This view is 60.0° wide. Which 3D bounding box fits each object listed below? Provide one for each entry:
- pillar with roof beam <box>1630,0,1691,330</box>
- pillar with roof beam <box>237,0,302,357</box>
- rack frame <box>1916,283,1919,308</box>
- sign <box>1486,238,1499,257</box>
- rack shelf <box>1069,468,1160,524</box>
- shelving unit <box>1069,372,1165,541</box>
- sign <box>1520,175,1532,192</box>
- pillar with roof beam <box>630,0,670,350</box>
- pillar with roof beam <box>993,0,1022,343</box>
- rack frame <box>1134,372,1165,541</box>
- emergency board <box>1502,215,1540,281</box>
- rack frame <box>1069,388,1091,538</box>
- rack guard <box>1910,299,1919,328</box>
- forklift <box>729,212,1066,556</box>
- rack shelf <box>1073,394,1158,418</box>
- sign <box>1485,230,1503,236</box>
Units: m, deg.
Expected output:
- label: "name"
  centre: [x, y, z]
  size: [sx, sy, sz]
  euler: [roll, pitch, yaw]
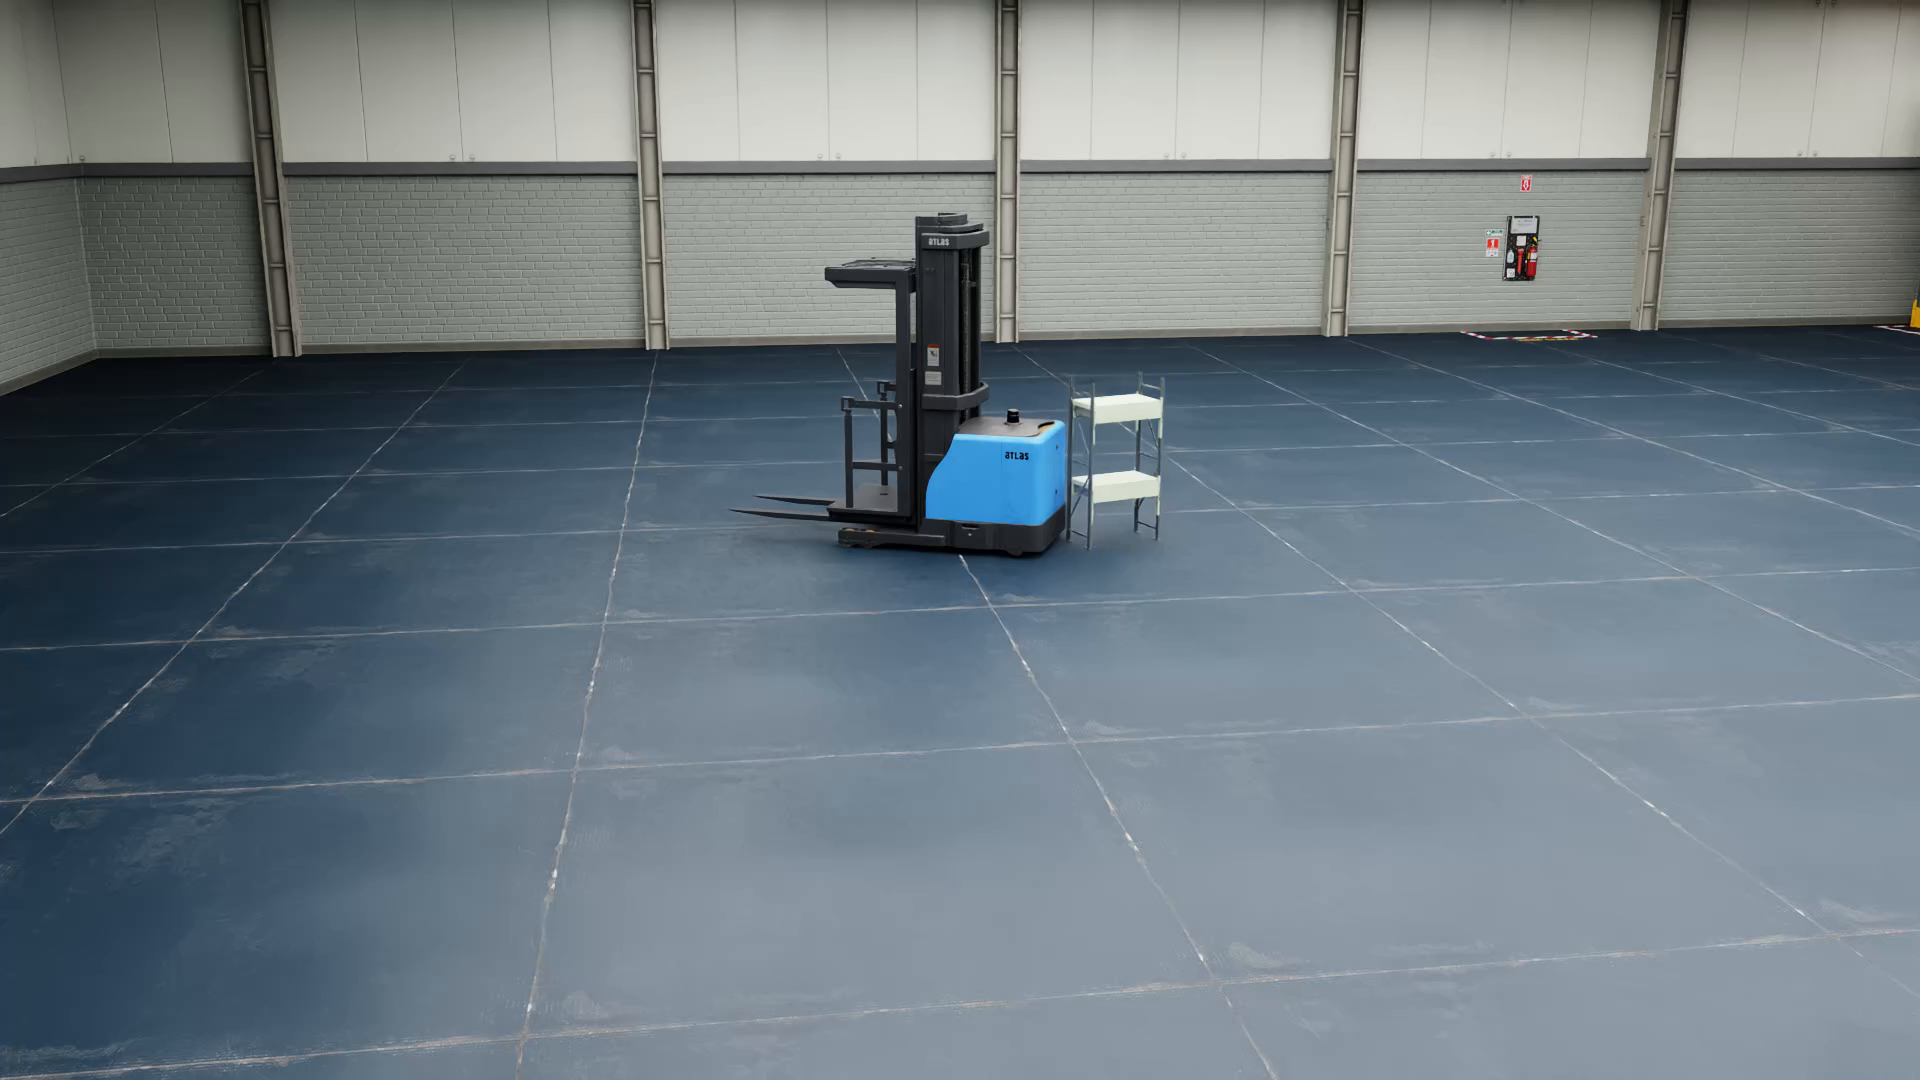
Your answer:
- label: "pillar with roof beam"
  centre: [13.312, -7.236, 25.604]
  size: [0.400, 9.000, 9.100]
  euler: [-2, 14, -8]
- label: "pillar with roof beam"
  centre: [-10.420, -6.366, 22.136]
  size: [0.400, 9.000, 9.100]
  euler: [-2, 14, -8]
- label: "rack frame"
  centre: [18.040, -5.346, 30.399]
  size: [0.127, 3.000, 1.000]
  euler: [-2, 14, -8]
- label: "sign"
  centre: [9.659, -5.303, 30.157]
  size: [0.234, 0.329, 0.001]
  euler: [-2, 14, -8]
- label: "rack shelf"
  centre: [1.402, -0.408, 15.128]
  size: [0.720, 0.370, 0.431]
  euler: [-7, 16, -26]
- label: "shelving unit"
  centre: [1.406, -0.724, 15.048]
  size: [0.748, 1.500, 0.431]
  euler: [-7, 16, -26]
- label: "sign"
  centre: [10.199, -6.429, 29.955]
  size: [0.199, 0.298, 0.001]
  euler: [-2, 14, -8]
- label: "pillar with roof beam"
  centre: [-4.487, -6.584, 23.003]
  size: [0.400, 9.000, 9.100]
  euler: [-2, 14, -8]
- label: "pillar with roof beam"
  centre: [1.446, -6.801, 23.870]
  size: [0.400, 9.000, 9.100]
  euler: [-2, 14, -8]
- label: "rack frame"
  centre: [1.728, -0.764, 15.209]
  size: [0.023, 1.500, 0.400]
  euler: [-7, 16, -26]
- label: "emergency board"
  centre: [10.210, -5.285, 30.159]
  size: [0.626, 1.169, 0.157]
  euler: [-2, 14, -8]
- label: "rack frame"
  centre: [1.078, -0.683, 14.884]
  size: [0.010, 1.308, 0.380]
  euler: [-7, 16, -26]
- label: "rack guard"
  centre: [18.116, -4.136, 30.714]
  size: [0.348, 0.500, 1.175]
  euler: [-2, 14, -8]
- label: "forklift"
  centre: [-0.600, -1.464, 15.061]
  size: [3.031, 2.935, 1.130]
  euler: [4, 15, 16]
- label: "rack shelf"
  centre: [1.404, -1.196, 14.926]
  size: [0.686, 0.124, 0.368]
  euler: [-7, 16, -26]
- label: "sign"
  centre: [9.665, -5.558, 30.085]
  size: [0.331, 0.109, 0.001]
  euler: [-2, 14, -8]
